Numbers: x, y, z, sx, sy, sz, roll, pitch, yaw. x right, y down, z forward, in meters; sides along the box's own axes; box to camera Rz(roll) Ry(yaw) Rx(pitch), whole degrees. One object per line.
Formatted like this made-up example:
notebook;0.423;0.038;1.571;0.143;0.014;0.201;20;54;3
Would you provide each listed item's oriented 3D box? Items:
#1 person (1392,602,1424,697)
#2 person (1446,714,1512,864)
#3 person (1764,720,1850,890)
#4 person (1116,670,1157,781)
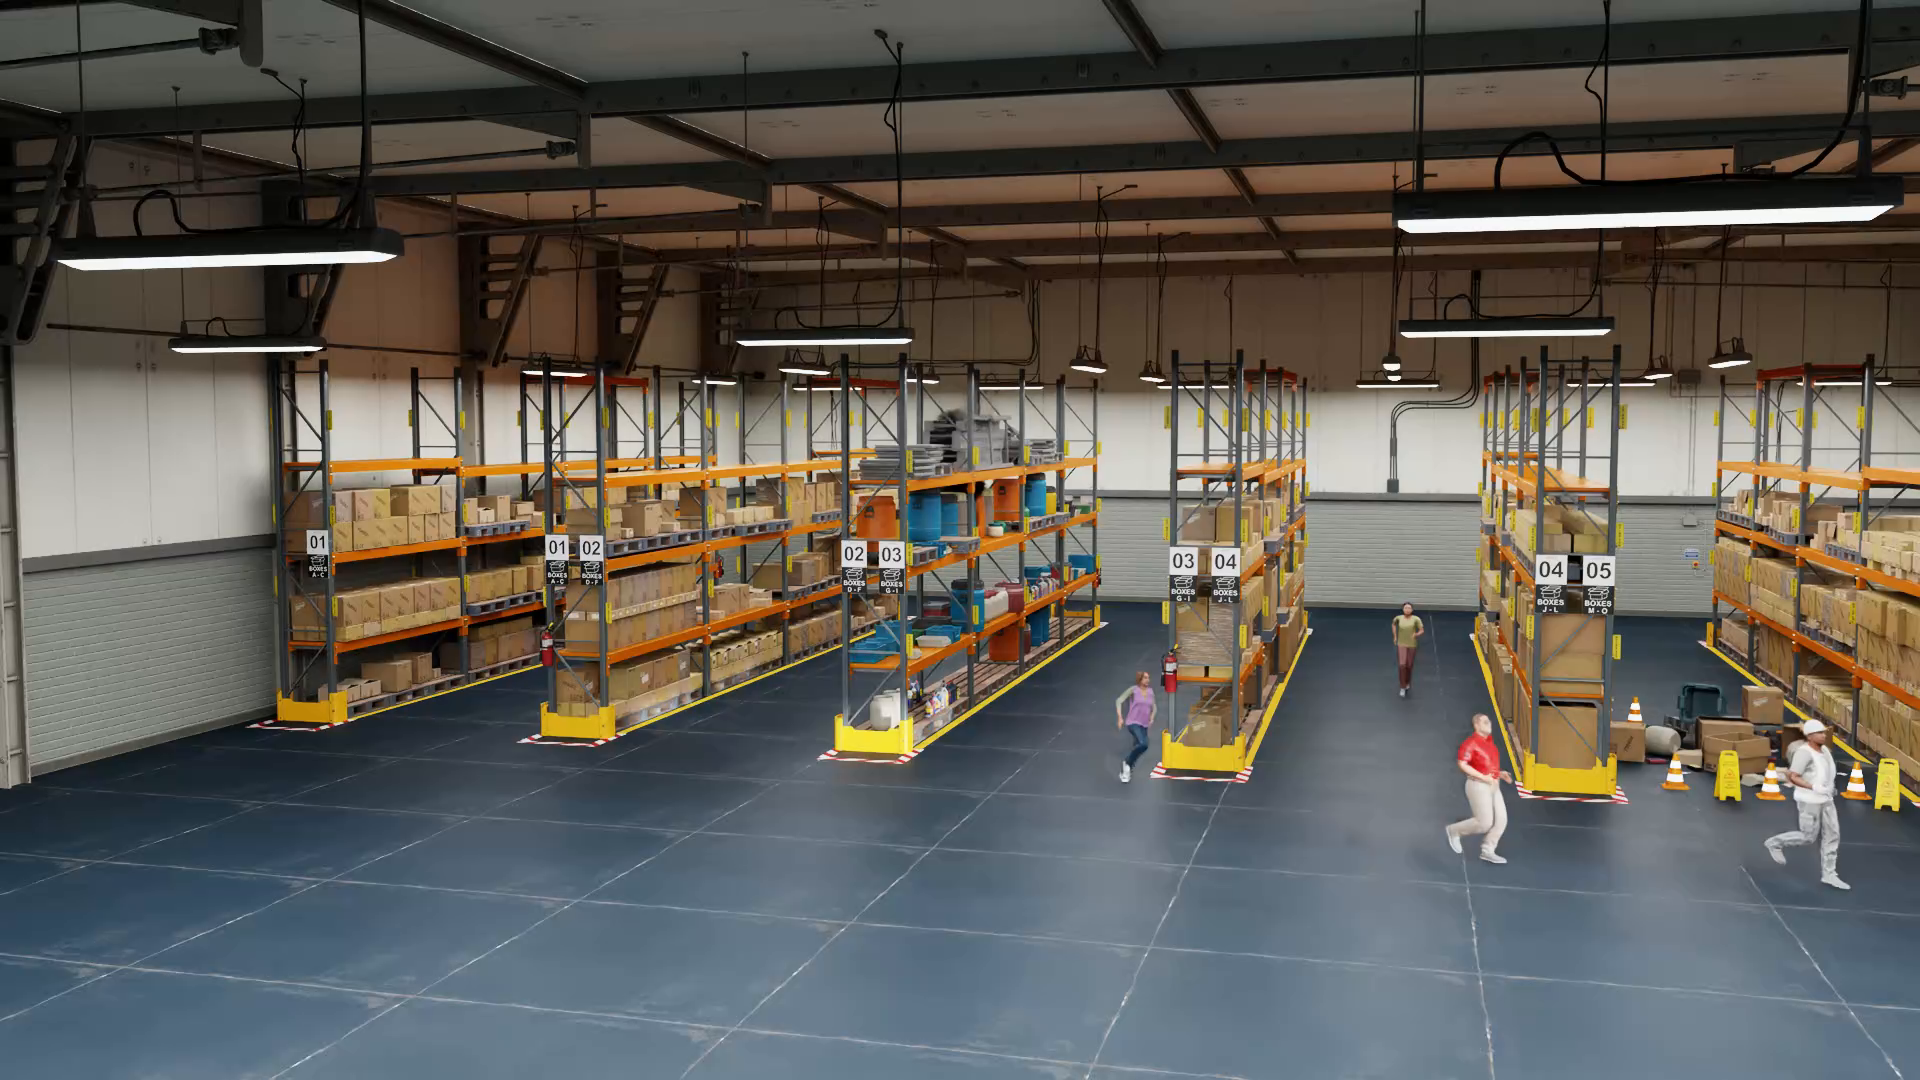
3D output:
person;8.209;1.980;30.486;0.564;1.716;0.775;1;4;11
person;5.904;2.804;18.892;0.666;1.675;0.672;-4;6;-44
person;9.228;2.828;18.037;0.682;1.782;0.916;-3;5;-32
person;2.496;2.574;22.988;0.545;1.530;0.551;-2;5;-28
